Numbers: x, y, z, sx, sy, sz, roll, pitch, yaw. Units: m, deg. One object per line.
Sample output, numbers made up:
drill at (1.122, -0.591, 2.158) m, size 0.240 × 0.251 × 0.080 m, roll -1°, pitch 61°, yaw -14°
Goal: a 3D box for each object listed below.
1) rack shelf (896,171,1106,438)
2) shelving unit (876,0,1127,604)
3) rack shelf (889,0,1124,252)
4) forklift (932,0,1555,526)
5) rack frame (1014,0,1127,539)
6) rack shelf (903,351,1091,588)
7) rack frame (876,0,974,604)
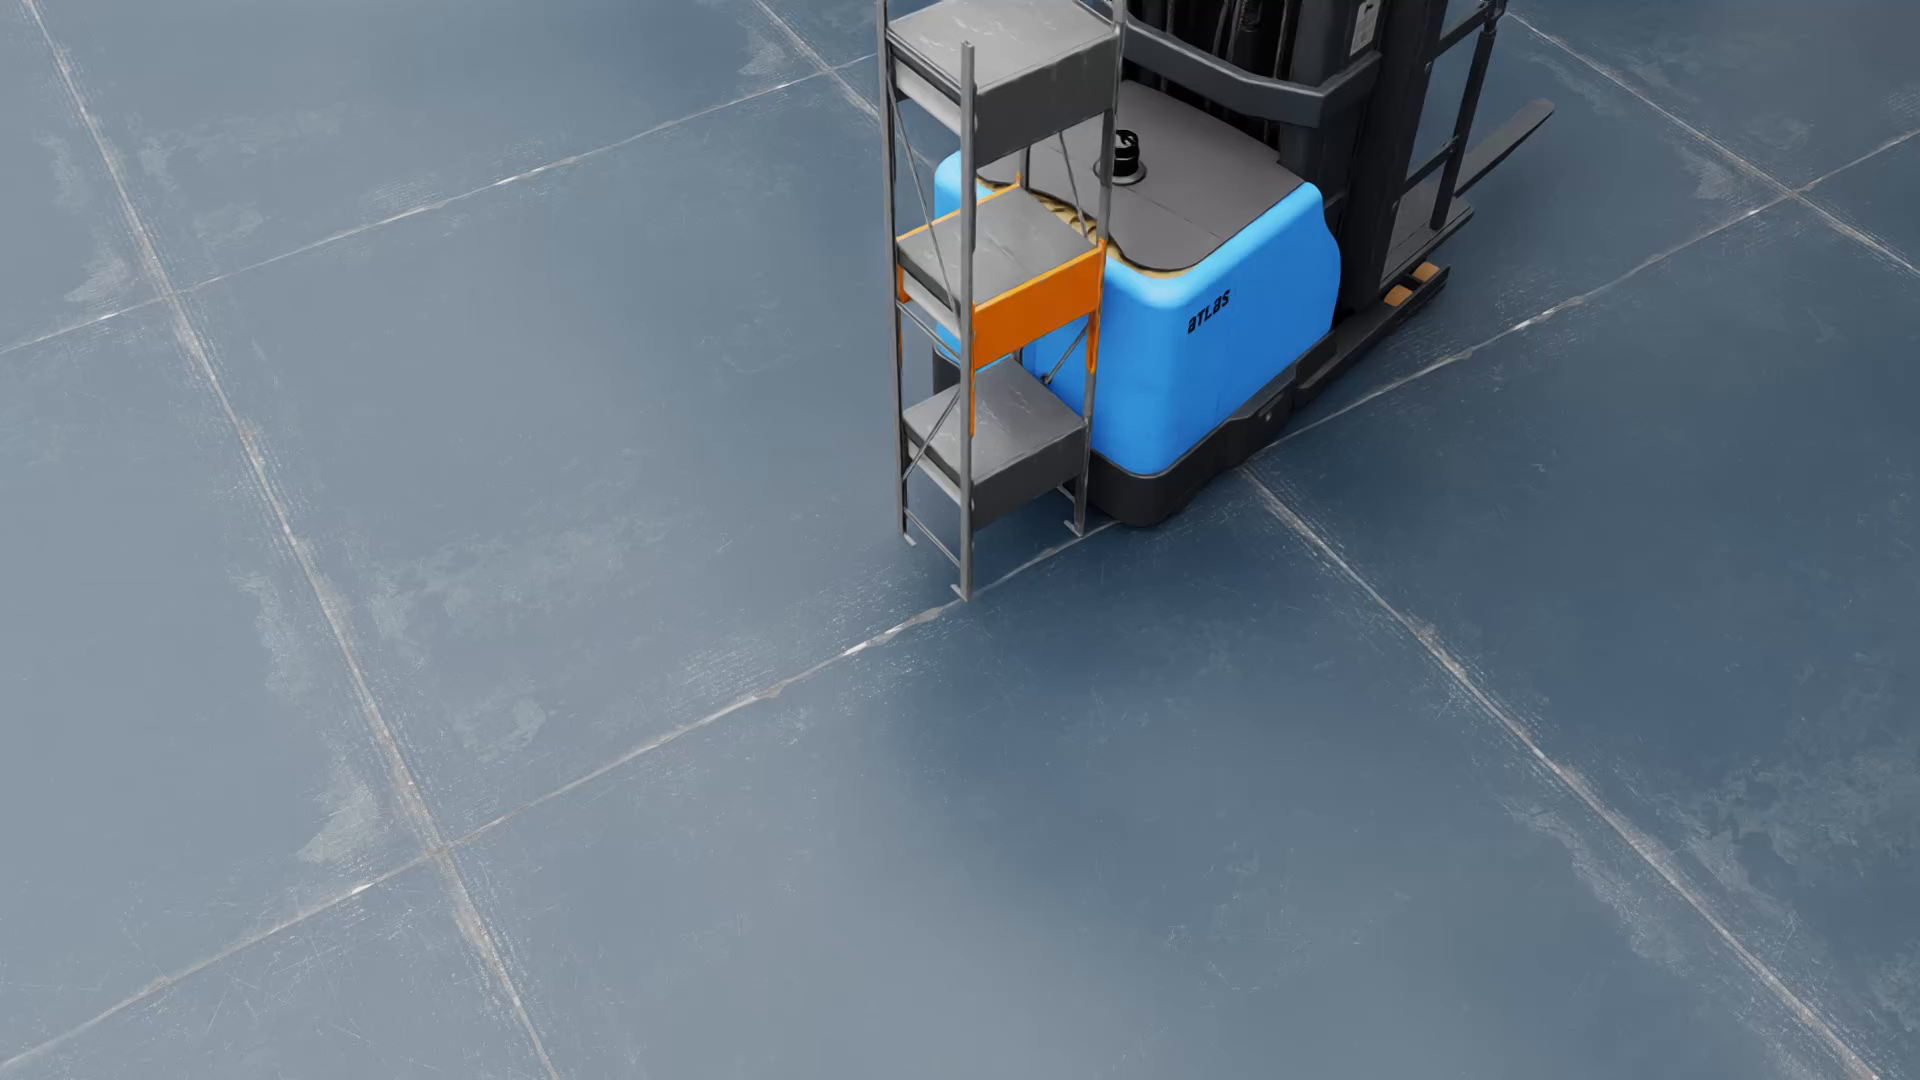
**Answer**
rack shelf at (0.105, -0.708, 4.992) m, size 0.480 × 0.518 × 0.431 m, roll -29°, pitch 54°, yaw -23°
shelving unit at (0.105, -0.717, 4.982) m, size 0.503 × 2.100 × 0.431 m, roll -29°, pitch 54°, yaw -23°
rack shelf at (0.105, -1.173, 4.470) m, size 0.480 × 0.518 × 0.431 m, roll -29°, pitch 54°, yaw -23°
forklift at (1.273, -2.034, 5.599) m, size 1.130 × 2.935 × 3.031 m, roll 35°, pitch 57°, yaw 27°
rack frame at (0.301, -0.826, 5.079) m, size 0.015 × 2.100 × 0.400 m, roll -29°, pitch 54°, yaw -23°
rack shelf at (0.105, -0.242, 5.515) m, size 0.480 × 0.518 × 0.431 m, roll -29°, pitch 54°, yaw -23°
rack frame at (-0.090, -0.608, 4.885) m, size 0.015 × 2.100 × 0.400 m, roll -29°, pitch 54°, yaw -23°
